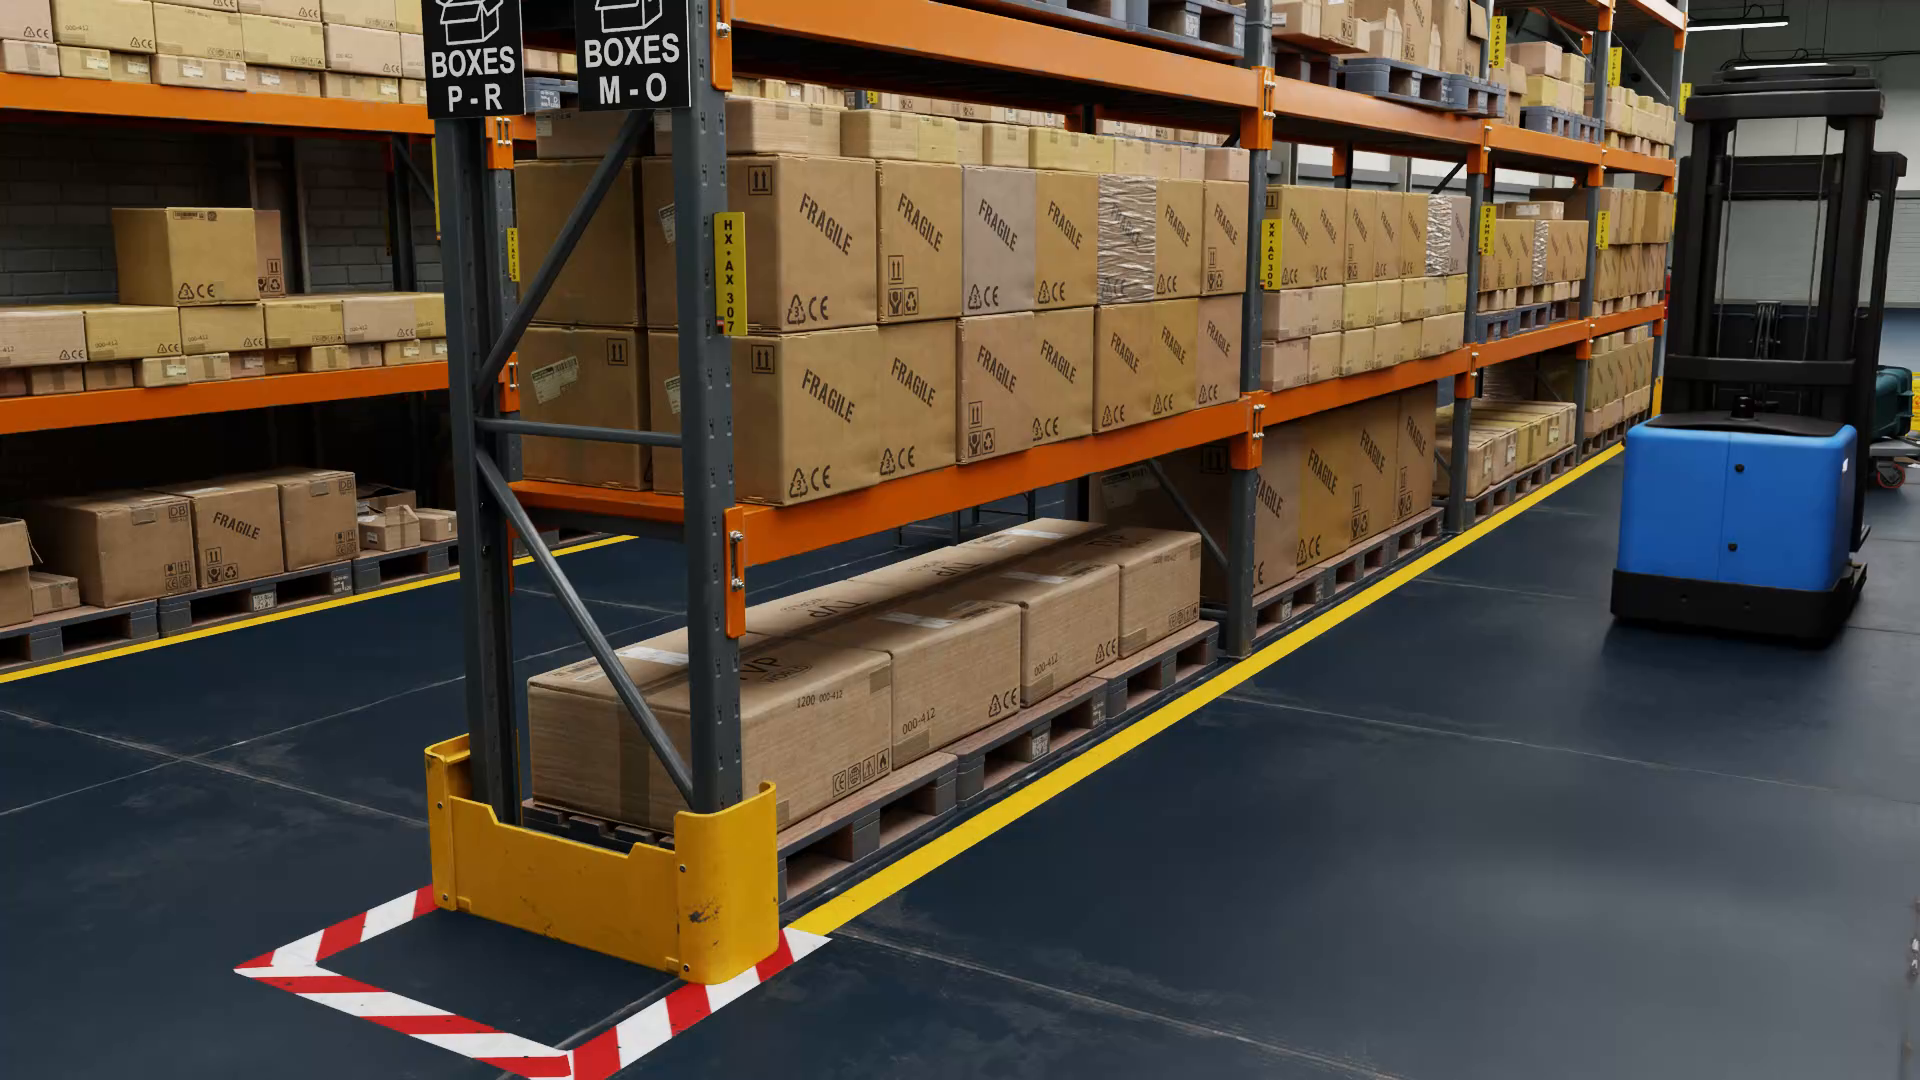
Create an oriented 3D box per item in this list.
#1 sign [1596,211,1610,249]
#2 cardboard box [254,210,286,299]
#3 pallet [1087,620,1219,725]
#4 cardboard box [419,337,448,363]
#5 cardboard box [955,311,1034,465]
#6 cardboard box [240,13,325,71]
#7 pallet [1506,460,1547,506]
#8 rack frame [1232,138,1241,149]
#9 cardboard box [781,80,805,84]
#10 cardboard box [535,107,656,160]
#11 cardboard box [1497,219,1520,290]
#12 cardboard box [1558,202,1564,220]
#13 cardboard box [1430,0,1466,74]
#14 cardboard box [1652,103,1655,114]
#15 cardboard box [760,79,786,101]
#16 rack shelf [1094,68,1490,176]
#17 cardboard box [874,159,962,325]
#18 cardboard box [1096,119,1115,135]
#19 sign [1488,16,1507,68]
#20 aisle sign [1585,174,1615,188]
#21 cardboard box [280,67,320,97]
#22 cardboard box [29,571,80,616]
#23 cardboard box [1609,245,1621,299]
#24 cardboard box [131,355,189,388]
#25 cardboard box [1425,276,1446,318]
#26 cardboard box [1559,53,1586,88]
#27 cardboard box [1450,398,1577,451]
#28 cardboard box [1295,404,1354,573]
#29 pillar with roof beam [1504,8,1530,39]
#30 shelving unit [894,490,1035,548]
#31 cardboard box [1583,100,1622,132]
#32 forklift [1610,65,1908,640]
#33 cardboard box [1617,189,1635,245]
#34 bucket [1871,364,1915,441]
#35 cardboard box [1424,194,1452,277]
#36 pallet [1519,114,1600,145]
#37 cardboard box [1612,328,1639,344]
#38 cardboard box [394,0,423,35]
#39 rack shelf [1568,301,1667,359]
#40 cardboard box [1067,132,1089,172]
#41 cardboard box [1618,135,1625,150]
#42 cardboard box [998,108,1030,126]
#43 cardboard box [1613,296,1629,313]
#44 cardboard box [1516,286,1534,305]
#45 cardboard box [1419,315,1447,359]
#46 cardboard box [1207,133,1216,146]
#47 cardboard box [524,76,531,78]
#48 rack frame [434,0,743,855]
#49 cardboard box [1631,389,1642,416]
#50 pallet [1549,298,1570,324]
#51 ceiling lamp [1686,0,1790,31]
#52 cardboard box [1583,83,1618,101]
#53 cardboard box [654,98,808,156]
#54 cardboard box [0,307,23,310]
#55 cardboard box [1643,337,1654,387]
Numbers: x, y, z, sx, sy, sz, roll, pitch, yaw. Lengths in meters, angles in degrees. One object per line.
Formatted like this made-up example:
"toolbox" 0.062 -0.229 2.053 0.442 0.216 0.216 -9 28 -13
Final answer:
"sign" 5.619 -2.708 14.533 0.100 0.325 0.005 6 12 31
"cardboard box" -4.255 -1.639 9.531 0.500 0.500 0.500 6 12 29
"pallet" 0.528 0.550 7.857 1.003 0.211 1.213 6 12 31
"cardboard box" -3.321 -1.166 10.126 0.380 0.149 0.250 7 13 32
"cardboard box" -0.074 -0.561 5.944 0.500 0.500 0.500 6 12 30
"cardboard box" -3.828 -2.691 9.040 0.500 0.250 0.500 7 13 32
"pallet" 4.108 -0.505 13.493 1.003 0.211 1.213 6 12 31
"rack frame" 2.976 -6.242 20.258 1.000 3.000 0.127 6 12 31
"cardboard box" -1.425 -3.618 12.907 0.380 0.149 0.250 6 12 29
"cardboard box" -1.072 -1.239 5.082 0.380 0.149 0.250 7 12 31
"cardboard box" 3.762 -2.095 12.186 0.500 0.500 0.500 7 13 34
"cardboard box" 4.750 -2.708 13.696 0.380 0.149 0.250 6 12 29
"cardboard box" 2.715 -3.118 10.307 0.700 0.500 0.500 6 12 28
"cardboard box" 6.837 -4.368 16.911 0.380 0.149 0.250 6 12 31
"cardboard box" -1.557 -3.432 12.723 0.380 0.149 0.250 6 12 31
"rack shelf" 2.028 -2.368 9.670 1.077 0.370 4.000 6 12 31
"cardboard box" -0.332 -0.974 5.433 0.500 0.500 0.500 6 12 29
"cardboard box" 1.391 -4.313 17.371 0.380 0.149 0.250 7 13 32
"sign" 3.537 -3.275 10.939 0.100 0.325 0.005 6 12 31
"aisle sign" 6.987 -4.137 18.251 0.394 0.787 0.004 6 12 31
"cardboard box" -3.761 -2.515 9.185 0.380 0.149 0.250 7 13 33
"cardboard box" -4.679 0.267 8.395 0.380 0.149 0.250 6 12 28
"cardboard box" 5.851 -2.510 15.544 0.500 0.500 0.500 6 12 30
"cardboard box" -4.215 -0.877 8.585 0.380 0.149 0.250 6 12 29
"cardboard box" 2.769 -1.552 10.558 0.500 0.250 0.500 6 12 29
"cardboard box" 4.951 -3.940 14.021 0.500 0.250 0.500 7 13 32
"cardboard box" 4.873 -1.023 14.681 0.950 0.372 0.625 7 12 31
"cardboard box" 1.706 -0.343 9.681 0.875 0.875 0.875 7 13 32
"pillar with roof beam" 14.868 -8.639 33.057 9.100 9.000 0.548 6 12 31
"shelving unit" 0.044 -0.751 11.302 0.538 1.500 1.048 6 12 31
"cardboard box" 5.606 -3.781 14.860 0.500 0.250 0.500 6 12 29
"forklift" 4.698 -1.155 9.573 1.130 2.935 3.031 7 13 32
"cardboard box" 5.841 -3.004 15.468 0.700 0.500 0.500 6 12 31
"bucket" 7.526 -1.114 13.931 0.620 0.611 0.726 -20 21 -35
"cardboard box" 2.762 -1.915 10.455 0.500 0.500 0.500 7 12 32
"pallet" 4.732 -3.486 14.197 1.213 0.211 1.003 6 12 31
"cardboard box" 6.622 -2.067 16.787 0.380 0.149 0.250 7 13 33
"cardboard box" -3.311 -3.097 9.847 0.500 0.250 0.500 6 12 31
"rack shelf" 6.182 -2.152 16.666 1.077 0.370 4.000 6 12 31
"cardboard box" 0.269 -1.478 6.361 0.380 0.149 0.250 6 12 31
"cardboard box" 6.045 -3.729 15.668 0.380 0.149 0.250 6 12 29
"cardboard box" 0.333 -4.093 15.757 0.500 0.311 0.500 6 12 29
"cardboard box" 6.253 -2.287 16.114 0.380 0.149 0.250 6 12 31
"cardboard box" 4.275 -1.928 13.055 0.380 0.149 0.250 7 13 32
"cardboard box" 2.774 -1.302 10.579 0.500 0.250 0.500 7 12 32
"cardboard box" 2.805 -4.741 19.658 0.380 0.149 0.250 6 12 29
"cardboard box" -3.050 -3.108 10.939 0.380 0.149 0.250 7 13 32
"rack frame" -1.087 -0.304 4.839 1.000 3.000 0.127 6 12 31
"cardboard box" 6.754 -1.441 17.247 0.500 0.250 0.500 6 12 31
"pallet" 4.622 -1.990 14.370 1.003 0.211 1.213 6 12 31
"ceiling lamp" 14.743 -11.312 31.475 2.000 3.185 0.800 6 12 31
"cardboard box" 5.586 -3.952 14.692 0.380 0.149 0.250 6 12 30
"cardboard box" -0.666 -1.192 4.835 0.380 0.149 0.250 7 13 32
"cardboard box" -5.050 -1.028 8.310 0.500 0.250 0.500 6 12 31
"cardboard box" 7.027 -1.893 17.619 0.500 0.500 0.500 6 12 31
